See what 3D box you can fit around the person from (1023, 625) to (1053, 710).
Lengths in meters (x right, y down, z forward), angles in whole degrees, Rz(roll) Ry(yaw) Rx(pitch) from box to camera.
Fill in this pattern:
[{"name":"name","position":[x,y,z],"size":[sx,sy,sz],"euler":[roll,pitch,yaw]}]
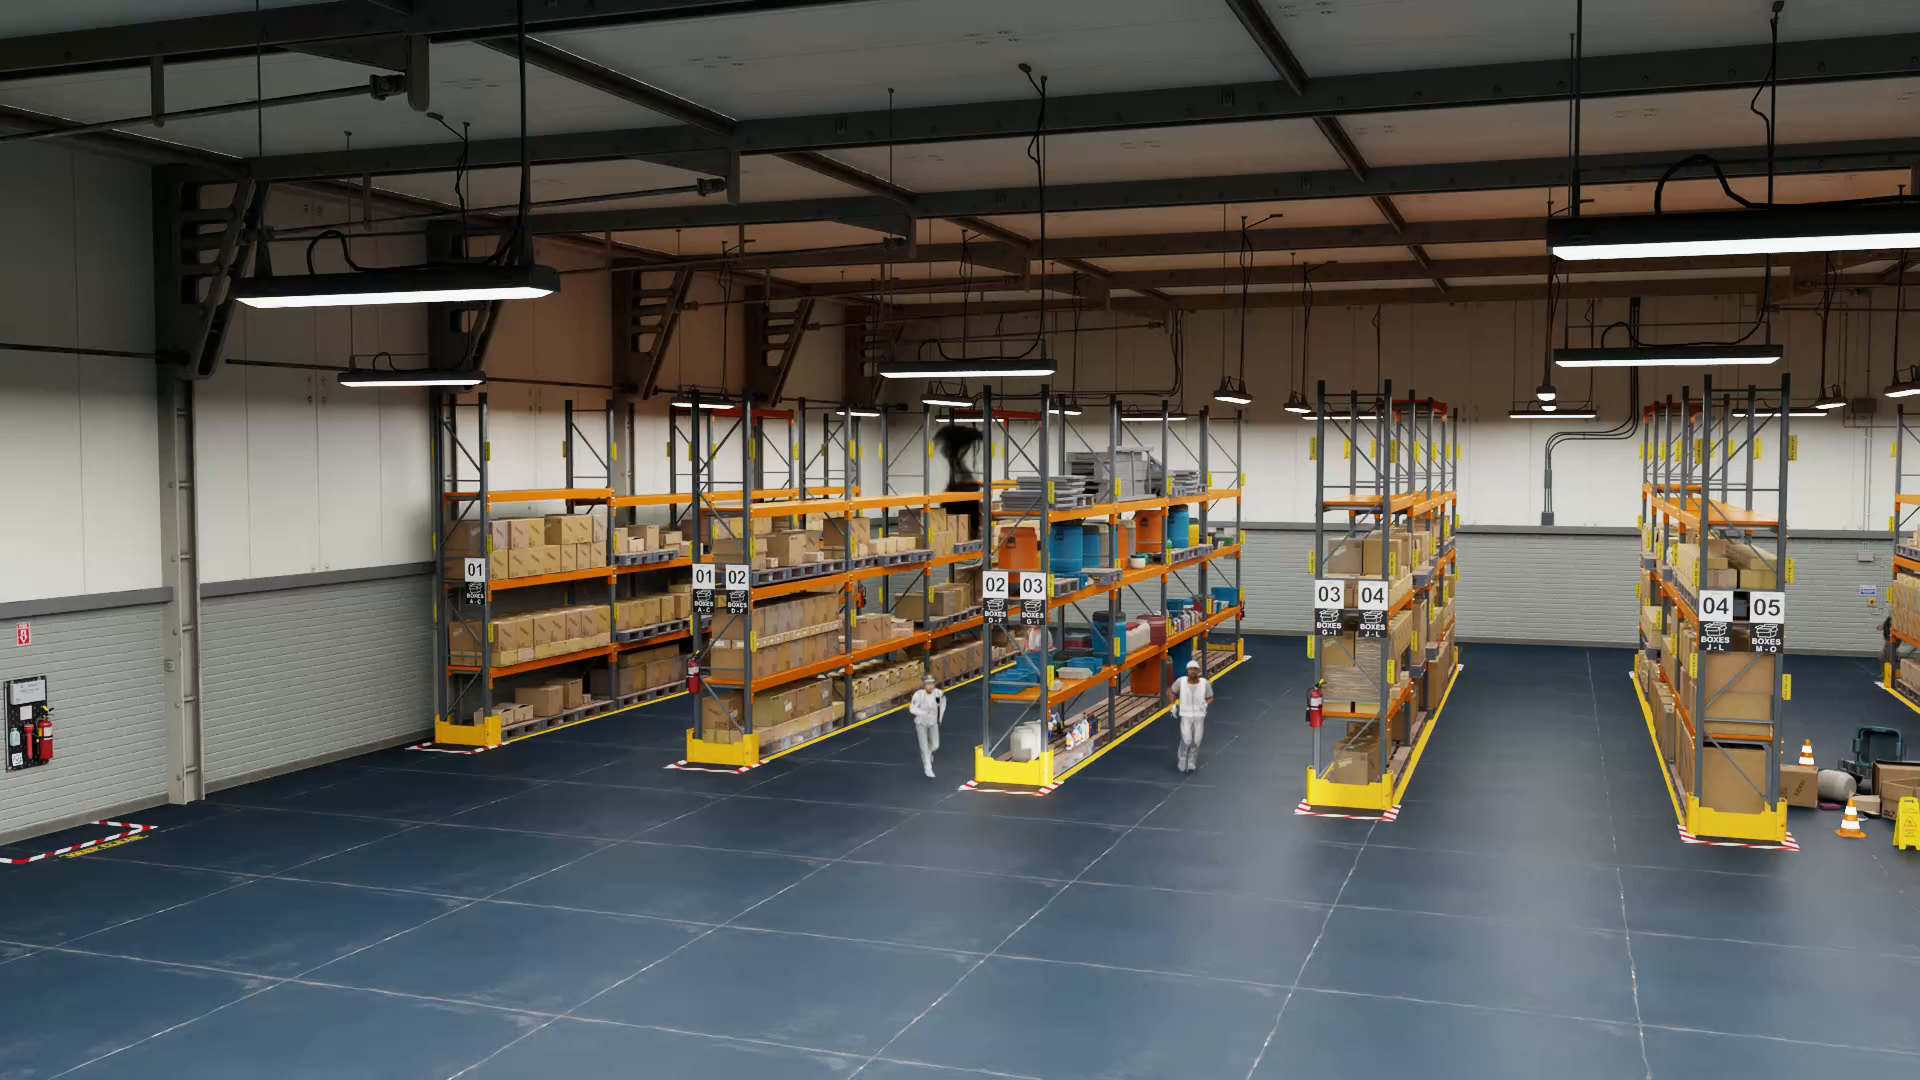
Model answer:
[{"name":"person","position":[1.519,2.371,32.535],"size":[0.638,1.845,0.843],"euler":[1,3,18]}]

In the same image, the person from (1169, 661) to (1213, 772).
[{"name":"person","position":[3.607,2.744,25.820],"size":[0.664,1.745,0.648],"euler":[0,3,1]}]

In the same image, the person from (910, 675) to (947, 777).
[{"name":"person","position":[-0.470,2.849,25.519],"size":[0.602,1.610,0.644],"euler":[-1,3,-10]}]

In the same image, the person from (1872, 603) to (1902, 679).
[{"name":"person","position":[20.445,2.211,36.390],"size":[0.825,1.695,0.636],"euler":[1,3,20]}]
